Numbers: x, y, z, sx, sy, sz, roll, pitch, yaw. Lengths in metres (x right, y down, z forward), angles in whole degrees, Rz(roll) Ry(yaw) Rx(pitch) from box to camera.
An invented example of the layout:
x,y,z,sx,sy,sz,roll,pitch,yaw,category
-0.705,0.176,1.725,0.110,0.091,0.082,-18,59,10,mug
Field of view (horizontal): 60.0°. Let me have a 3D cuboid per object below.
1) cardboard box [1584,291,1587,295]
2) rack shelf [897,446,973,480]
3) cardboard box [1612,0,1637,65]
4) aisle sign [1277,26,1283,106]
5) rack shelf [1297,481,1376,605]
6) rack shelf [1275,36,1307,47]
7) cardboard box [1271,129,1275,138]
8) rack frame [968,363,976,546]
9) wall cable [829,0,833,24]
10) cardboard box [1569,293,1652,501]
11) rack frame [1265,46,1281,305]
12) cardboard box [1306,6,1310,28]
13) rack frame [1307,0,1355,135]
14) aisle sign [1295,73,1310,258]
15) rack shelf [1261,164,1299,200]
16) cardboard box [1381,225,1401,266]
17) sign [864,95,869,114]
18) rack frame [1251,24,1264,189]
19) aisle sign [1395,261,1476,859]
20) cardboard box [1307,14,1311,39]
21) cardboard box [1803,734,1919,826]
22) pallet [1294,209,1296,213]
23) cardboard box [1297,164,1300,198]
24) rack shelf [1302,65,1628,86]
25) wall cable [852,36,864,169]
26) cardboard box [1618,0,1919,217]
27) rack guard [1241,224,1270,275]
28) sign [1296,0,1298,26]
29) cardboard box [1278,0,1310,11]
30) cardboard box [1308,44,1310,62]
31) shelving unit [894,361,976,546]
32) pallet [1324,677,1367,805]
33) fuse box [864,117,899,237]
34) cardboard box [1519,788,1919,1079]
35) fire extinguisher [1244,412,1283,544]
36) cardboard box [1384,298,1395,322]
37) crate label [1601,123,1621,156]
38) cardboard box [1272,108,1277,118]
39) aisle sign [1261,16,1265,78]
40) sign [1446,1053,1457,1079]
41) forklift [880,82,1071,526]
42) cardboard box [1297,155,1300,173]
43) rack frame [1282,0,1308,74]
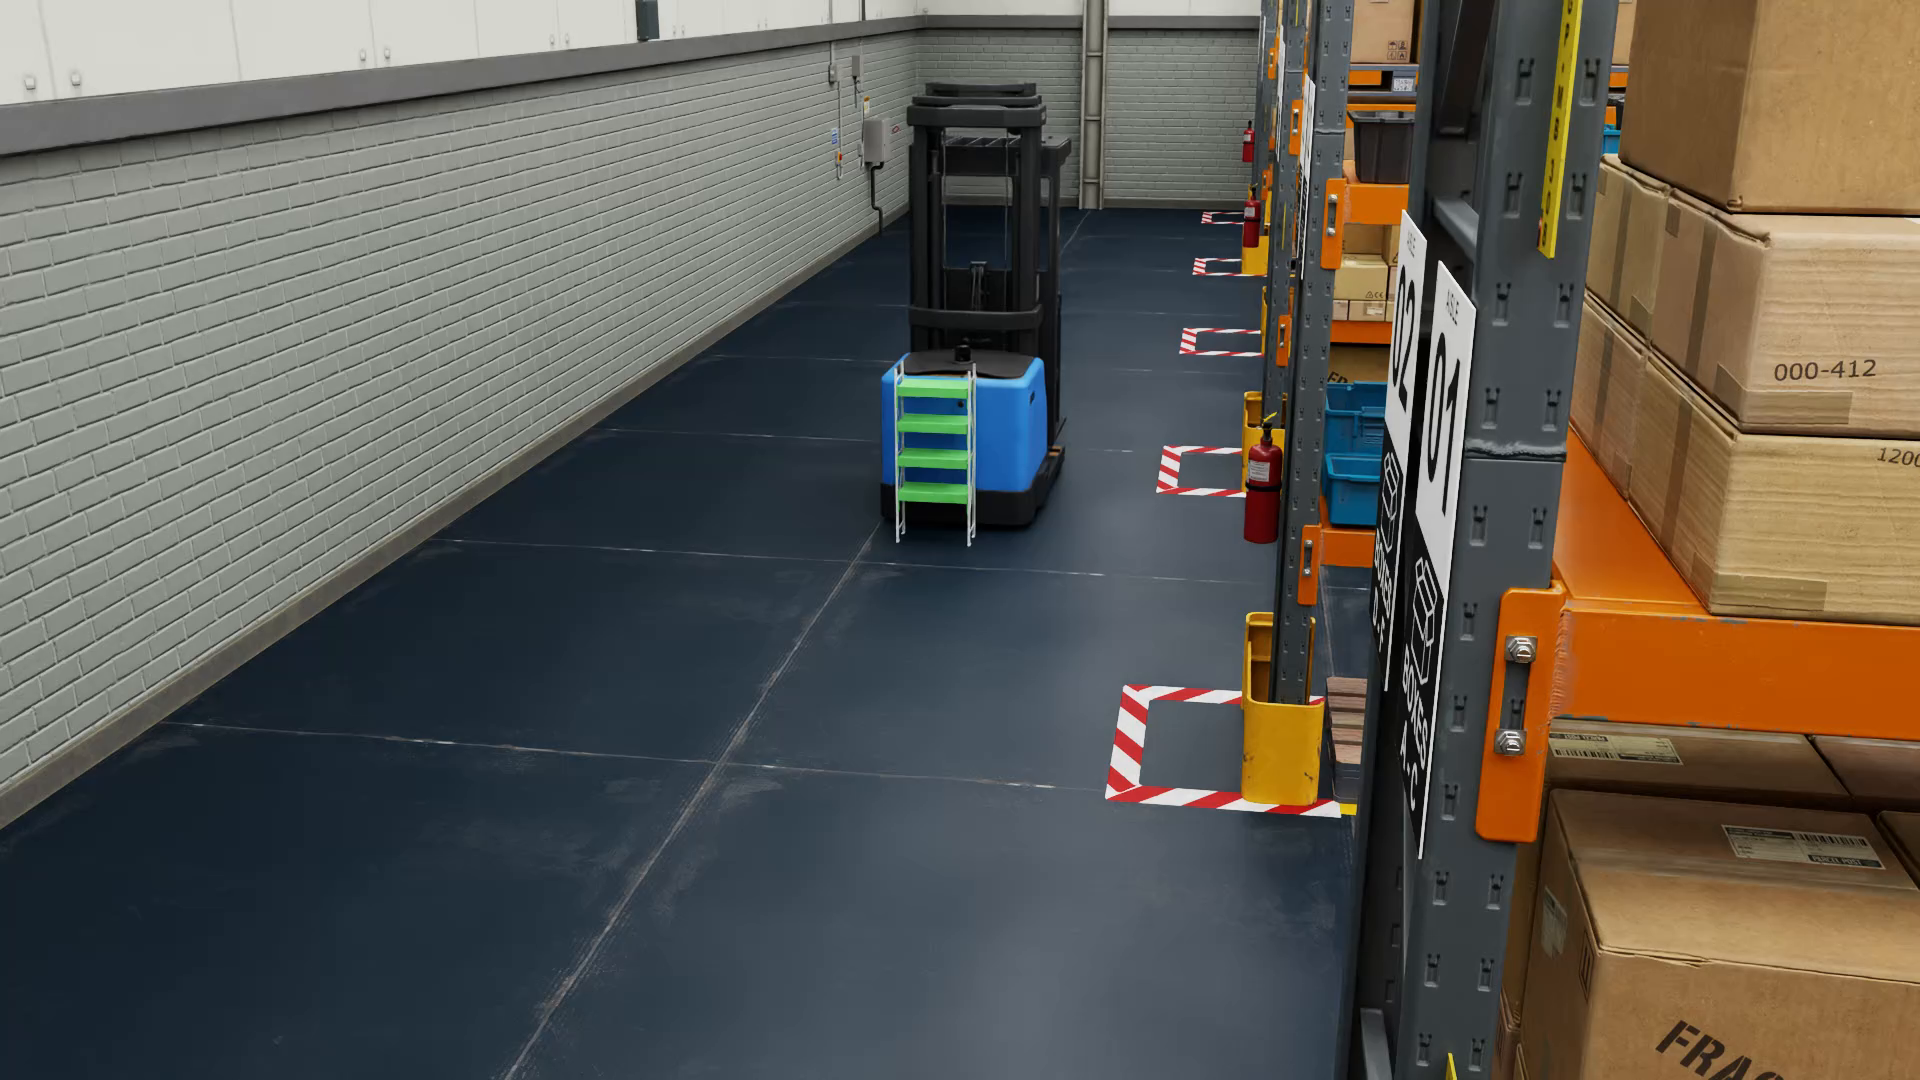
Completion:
x,y,z,sx,sy,sz,roll,pitch,yaw,category
4.331,-1.827,11.803,0.500,0.250,0.500,3,19,8,cardboard box
-0.163,-0.517,11.158,0.480,0.148,0.258,3,19,9,rack shelf
4.518,-3.576,11.558,0.500,0.500,0.700,4,19,11,cardboard box
3.141,-4.632,16.322,0.004,0.787,0.394,3,19,9,aisle sign
3.563,0.053,7.551,4.000,0.370,1.077,3,19,9,rack shelf
6.705,-7.581,25.640,4.000,0.370,1.077,3,19,9,rack shelf
5.011,-6.379,26.036,0.250,0.149,0.380,3,19,8,cardboard box
0.077,-0.565,11.101,0.015,1.200,0.240,3,19,9,rack frame
-1.715,-8.088,21.294,0.029,3.000,0.463,3,19,9,wall cable
1.348,-0.245,2.818,0.500,0.250,0.500,3,19,9,cardboard box
3.261,-3.489,17.005,0.127,3.000,1.000,3,19,9,rack frame
4.405,-6.649,21.136,0.500,0.250,0.500,1,19,4,cardboard box
1.589,-3.234,6.786,0.127,3.000,1.000,3,19,9,rack frame
1.564,-1.717,7.611,0.004,0.787,0.394,3,19,9,aisle sign
5.921,-4.603,21.468,4.000,0.370,1.077,3,19,9,rack shelf
3.299,-2.232,11.833,0.500,0.500,0.500,2,19,7,cardboard box
-1.361,-6.357,24.274,0.001,0.242,0.339,3,19,9,sign
4.730,-6.601,26.303,0.127,3.000,1.000,3,19,9,rack frame
0.685,0.018,2.424,0.004,0.787,0.394,3,19,9,aisle sign
3.756,-5.134,16.642,0.500,0.250,0.500,2,19,7,cardboard box
1.781,0.603,3.042,0.500,0.500,0.500,3,19,10,cardboard box
5.592,-5.234,26.615,1.213,0.211,1.003,3,19,9,pallet
3.745,-3.736,17.115,0.500,0.500,0.500,3,19,10,cardboard box
5.236,-4.470,16.342,4.000,0.370,1.077,3,19,9,rack shelf
-1.411,-6.248,23.649,0.122,1.984,0.588,3,19,9,wall cable
1.309,-0.761,2.388,0.500,0.500,0.700,3,19,9,cardboard box
3.923,-3.861,22.055,0.348,0.500,1.175,3,19,9,rack guard
2.280,-3.642,11.230,0.005,0.325,0.100,3,19,9,sign
5.128,-8.229,25.422,0.500,0.250,0.500,3,19,8,cardboard box
3.664,-4.738,16.246,0.500,0.250,0.500,4,19,11,cardboard box
-0.163,-0.577,11.138,0.503,1.200,0.258,3,19,9,shelving unit
2.397,0.987,8.020,1.213,0.211,1.003,3,19,9,pallet
-1.148,-5.362,24.630,0.414,1.711,0.539,3,19,9,fuse box
1.196,0.746,2.613,0.500,0.500,0.500,3,19,10,cardboard box
1.512,-0.325,8.258,0.183,0.674,0.296,3,19,9,fire extinguisher
3.179,-1.675,11.978,0.250,0.149,0.380,2,19,7,cardboard box
2.448,-1.593,6.844,0.502,0.251,0.408,3,19,9,crate label
5.226,-6.730,26.459,0.500,0.250,0.500,3,19,10,cardboard box
3.924,-6.379,21.543,0.004,0.787,0.394,3,19,9,aisle sign
0.713,0.922,2.455,0.005,0.325,0.100,3,19,9,sign
0.219,-1.916,12.411,1.130,2.935,3.031,3,19,10,forklift
4.375,-4.979,21.298,0.500,0.500,0.500,3,19,8,cardboard box
2.374,-4.786,11.424,0.127,3.000,1.000,3,19,9,rack frame
